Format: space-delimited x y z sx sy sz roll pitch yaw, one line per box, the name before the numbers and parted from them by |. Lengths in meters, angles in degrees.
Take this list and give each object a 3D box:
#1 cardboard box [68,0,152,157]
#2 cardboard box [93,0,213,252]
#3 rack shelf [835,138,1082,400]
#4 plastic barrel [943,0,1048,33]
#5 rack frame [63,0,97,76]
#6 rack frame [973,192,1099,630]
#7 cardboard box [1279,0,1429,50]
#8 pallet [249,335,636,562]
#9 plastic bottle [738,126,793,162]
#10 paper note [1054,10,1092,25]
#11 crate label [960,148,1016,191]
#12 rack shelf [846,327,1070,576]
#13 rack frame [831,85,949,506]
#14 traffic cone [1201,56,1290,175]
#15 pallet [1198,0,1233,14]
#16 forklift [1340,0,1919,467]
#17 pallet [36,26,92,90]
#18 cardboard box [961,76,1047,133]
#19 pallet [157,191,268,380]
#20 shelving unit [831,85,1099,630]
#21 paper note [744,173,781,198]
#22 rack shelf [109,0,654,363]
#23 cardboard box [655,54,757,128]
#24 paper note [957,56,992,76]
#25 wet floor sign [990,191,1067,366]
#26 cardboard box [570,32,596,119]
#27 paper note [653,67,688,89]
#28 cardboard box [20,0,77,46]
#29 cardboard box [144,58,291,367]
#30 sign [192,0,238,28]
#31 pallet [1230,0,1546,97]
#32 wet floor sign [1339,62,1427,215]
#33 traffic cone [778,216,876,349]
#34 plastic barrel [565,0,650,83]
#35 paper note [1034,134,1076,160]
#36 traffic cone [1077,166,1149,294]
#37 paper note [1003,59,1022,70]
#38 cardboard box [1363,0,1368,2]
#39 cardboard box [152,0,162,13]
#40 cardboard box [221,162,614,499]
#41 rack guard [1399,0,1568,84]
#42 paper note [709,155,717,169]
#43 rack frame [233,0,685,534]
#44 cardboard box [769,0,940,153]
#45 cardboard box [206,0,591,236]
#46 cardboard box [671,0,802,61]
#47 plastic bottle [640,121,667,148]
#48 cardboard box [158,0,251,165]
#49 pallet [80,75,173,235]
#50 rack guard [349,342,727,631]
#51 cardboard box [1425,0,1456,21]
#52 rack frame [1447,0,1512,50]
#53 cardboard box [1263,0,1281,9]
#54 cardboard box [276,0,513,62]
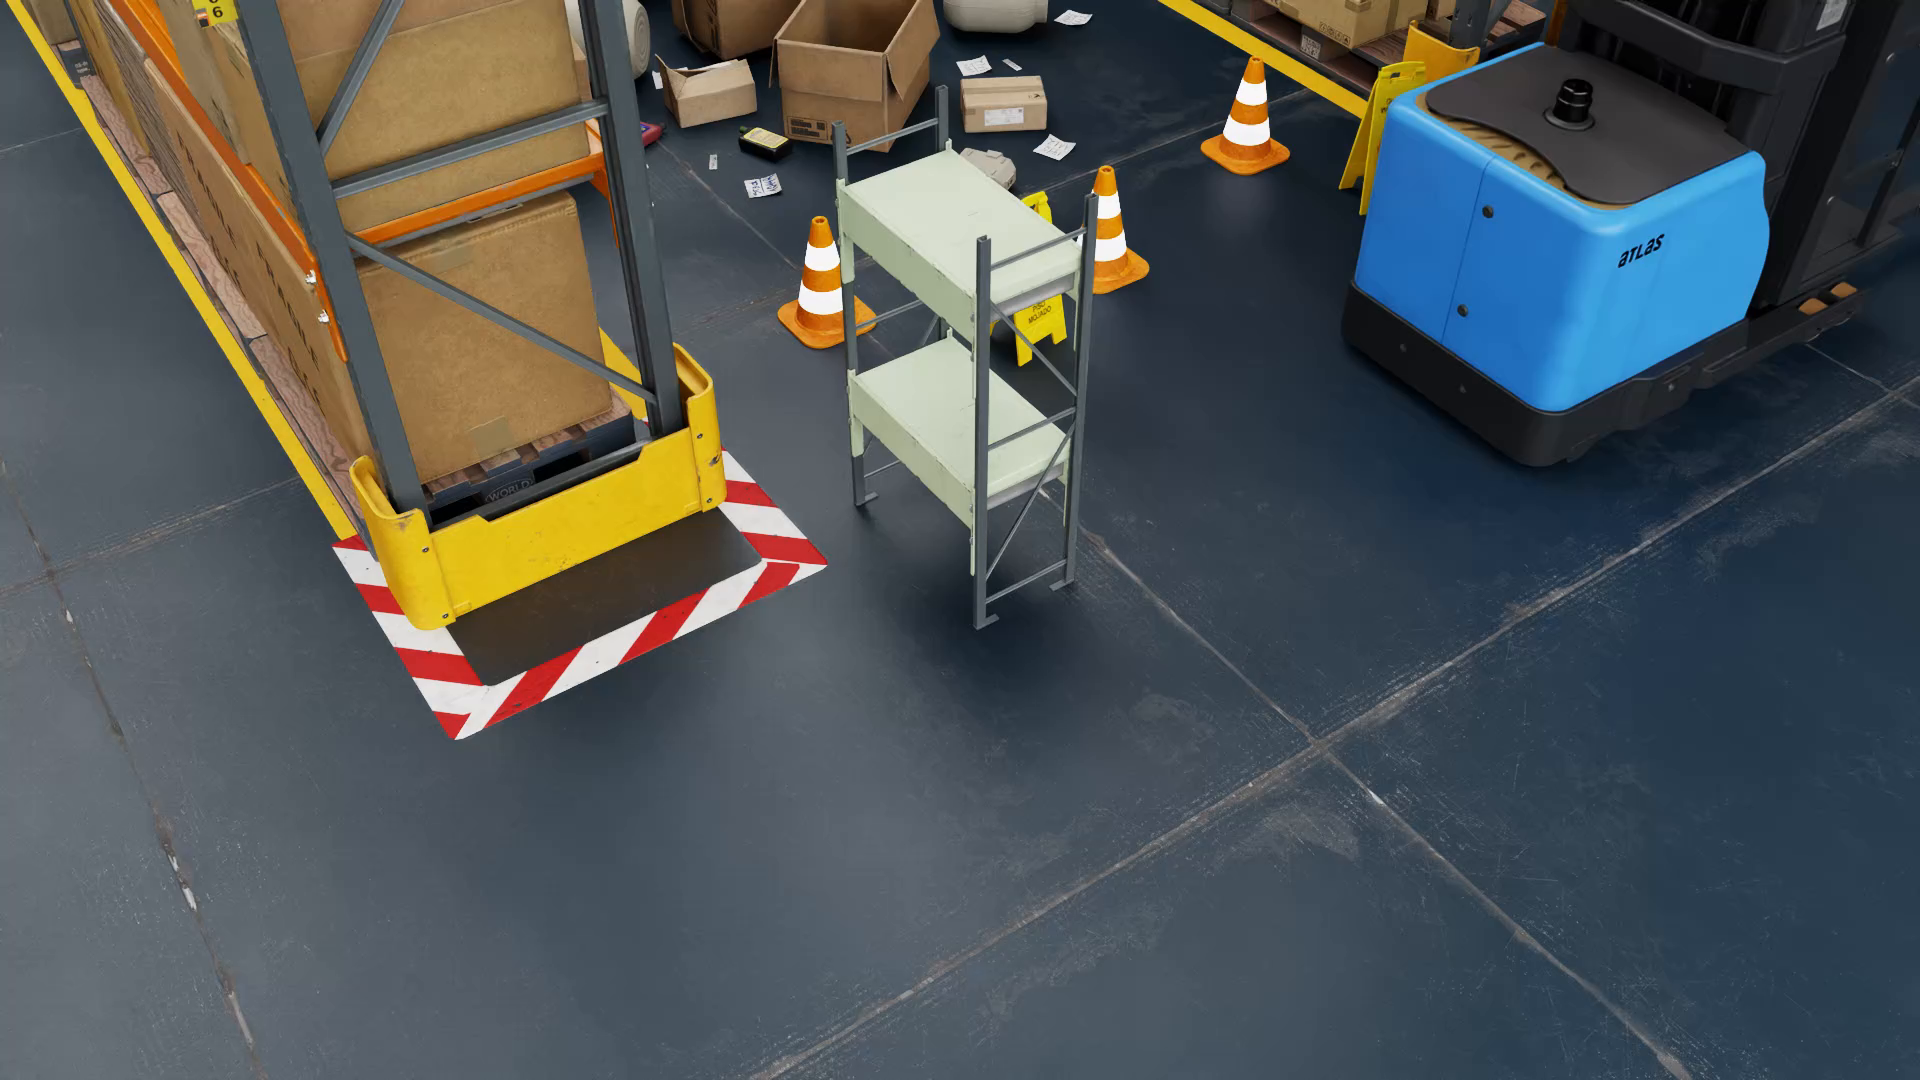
cardboard box | -3.380 -2.377 7.303 0.875 0.875 0.875 -25 49 -24
cardboard box | -2.861 -1.868 6.769 0.875 0.875 0.875 -25 49 -24
rack shelf | 0.004 -0.821 4.959 0.431 0.370 0.720 -26 49 -24
plastic barrel | 0.185 -2.765 8.340 0.512 0.421 0.421 4 44 4
rack frame | -3.682 -3.378 7.116 1.000 3.000 0.127 -26 49 -24
rack frame | 0.213 -0.331 5.011 0.400 1.500 0.023 -26 49 -24
cardboard box | 1.911 -2.648 8.038 0.500 0.250 0.500 -26 49 -25
pallet | -1.916 -0.526 6.148 1.003 0.211 1.213 -26 49 -24
plastic bottle | -0.917 -1.824 7.616 0.283 0.061 0.133 26 49 25
paper note | 0.584 -2.685 8.540 0.148 0.019 0.142 26 49 25
crate label | 0.087 -1.613 7.341 0.298 0.136 0.250 18 47 18
rack shelf | 0.004 -0.303 5.453 0.431 0.370 0.720 -26 49 -24
rack frame | -0.206 -0.746 5.445 0.400 1.500 0.023 -26 49 -24
traffic cone | 1.304 -1.941 7.449 0.336 0.463 0.334 -26 49 -24
pallet | 1.435 -3.324 9.079 1.003 0.211 1.213 -26 49 -24
forklift | 2.995 -2.124 5.852 3.031 2.935 1.130 -25 49 -24
pallet | -4.186 -2.777 8.506 1.003 0.211 1.213 -26 49 -24
cardboard box | 0.202 -2.038 7.777 0.380 0.149 0.250 -3 44 -4
pallet | -2.610 -1.216 6.871 1.003 0.211 1.213 -26 49 -24
shelving unit | 0.004 -0.539 5.228 0.431 1.500 0.755 -26 49 -24
paper note | -0.875 -1.573 7.377 0.144 0.017 0.142 -10 45 -11
rack shelf | -2.538 -1.985 6.178 1.077 0.370 4.000 -26 49 -24
cardboard box | -1.188 -2.143 7.803 0.396 0.266 0.258 -18 46 -18
paper note | 0.072 -2.336 8.184 0.148 0.019 0.142 -10 45 -11
wet floor sign | 0.246 -1.027 6.358 0.267 0.644 0.232 -35 53 -31
cardboard box | -1.953 -2.001 7.482 0.500 0.500 0.500 -18 46 -18
paper note | -1.405 -2.255 8.096 0.172 0.023 0.155 -10 45 -11
cardboard box | -4.111 -3.032 8.079 1.050 0.750 0.750 -26 49 -25
cardboard box | -2.341 -1.351 6.228 0.875 0.875 0.875 -26 50 -25
sign | -1.847 -1.410 4.045 0.100 0.325 0.005 -26 49 -24
pallet | 2.129 -2.634 8.356 1.003 0.211 1.213 -26 49 -24
wet floor sign | 1.839 -1.743 7.109 0.267 0.644 0.232 -10 45 -11
traffic cone | -0.533 -1.057 6.522 0.336 0.463 0.334 -26 49 -24
plastic barrel | -1.775 -2.409 7.967 0.512 0.421 0.421 4 44 4
paper note | 0.435 -1.800 7.614 0.142 0.019 0.148 26 49 25
traffic cone | 0.588 -1.310 6.788 0.336 0.463 0.334 -26 49 -24
paper note | 0.258 -2.343 8.197 0.032 0.001 0.123 -26 49 -24
cardboard box | 1.936 -2.904 7.764 0.500 0.500 0.500 -25 49 -24
cardboard box | -2.531 -2.312 5.891 0.875 0.550 0.500 -26 49 -24
cardboard box | -1.836 -0.854 5.707 0.875 0.875 0.875 -25 49 -24
rack guard | 2.565 -2.264 7.759 1.175 0.500 0.348 -26 49 -24
paper note | -1.119 -1.714 7.538 0.032 0.001 0.123 -3 44 -4
rack frame | -1.394 -1.112 4.743 1.000 3.000 0.127 -26 49 -24
cardboard box | -0.473 -2.217 7.708 0.637 0.503 0.797 11 45 11
cardboard box | -1.644 -1.359 4.893 0.875 0.550 0.550 -26 49 -24
cardboard box | -1.015 -2.792 8.212 0.797 0.637 0.503 -26 49 -24
plastic bottle | -1.485 -1.857 7.651 0.133 0.061 0.283 26 49 25
cardboard box | -1.976 -1.662 5.210 0.875 0.550 0.550 -26 49 -24
pallet | -3.312 -1.908 7.595 1.003 0.211 1.213 -26 49 -24
rack guard | -1.380 -0.195 5.592 1.175 0.500 0.348 -26 49 -24
cardboard box | 2.373 -2.849 8.249 0.500 0.250 0.500 -26 49 -25
rack frame | 2.608 -3.125 6.851 1.000 3.000 0.127 -26 49 -24
cardboard box | 1.635 -2.930 8.335 0.500 0.250 0.500 -26 49 -24
cardboard box | -1.575 -1.783 4.555 0.875 0.550 0.550 -26 49 -24
